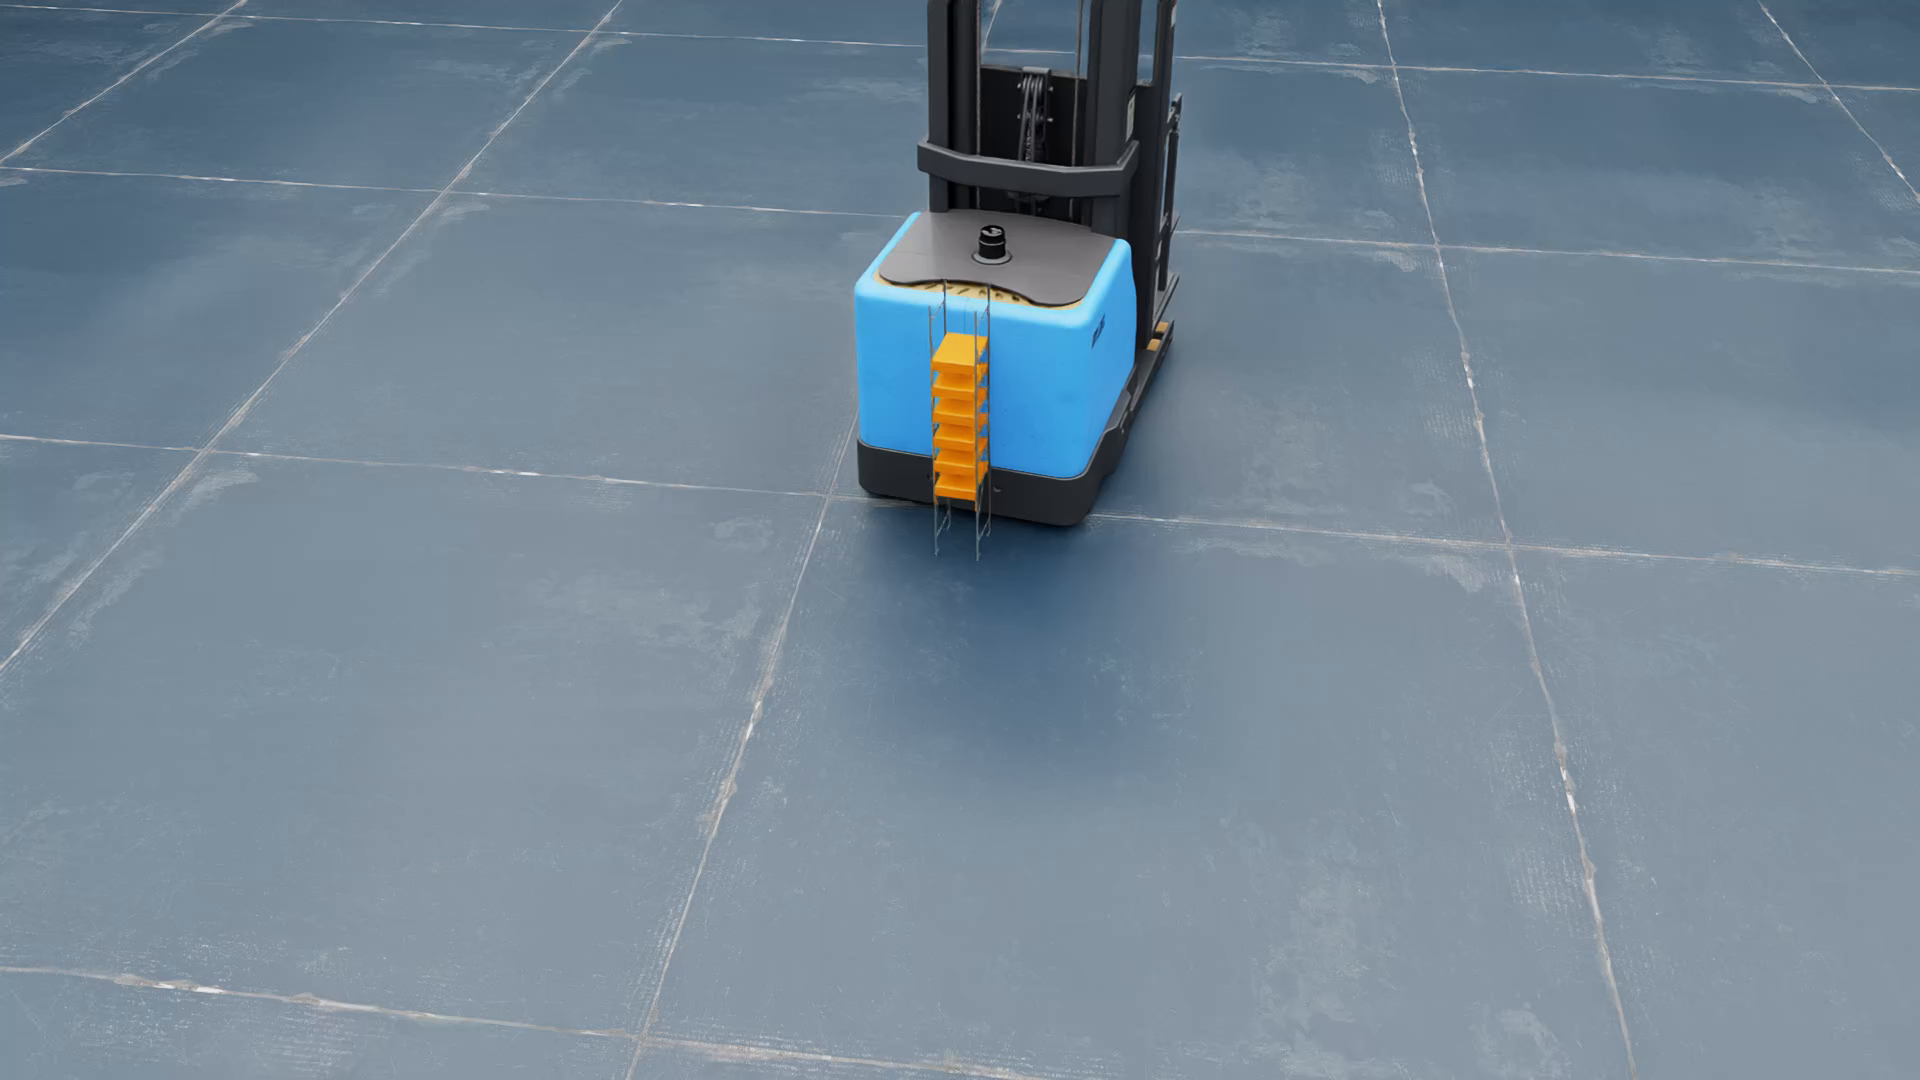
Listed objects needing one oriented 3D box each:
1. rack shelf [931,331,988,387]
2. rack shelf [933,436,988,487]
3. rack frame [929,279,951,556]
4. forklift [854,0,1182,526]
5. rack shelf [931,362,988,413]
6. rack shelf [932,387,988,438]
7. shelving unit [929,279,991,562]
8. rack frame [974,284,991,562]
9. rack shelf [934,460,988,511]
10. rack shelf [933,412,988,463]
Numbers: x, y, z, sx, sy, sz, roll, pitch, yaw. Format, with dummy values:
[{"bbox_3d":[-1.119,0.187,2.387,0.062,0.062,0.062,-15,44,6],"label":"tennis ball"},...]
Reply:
[{"bbox_3d":[0.003,-0.732,6.696,0.180,0.103,0.258,8,37,12],"label":"rack shelf"},{"bbox_3d":[0.009,-0.341,6.976,0.180,0.103,0.258,8,37,12],"label":"rack shelf"},{"bbox_3d":[-0.082,-0.488,6.899,0.006,1.200,0.240,8,37,12],"label":"rack frame"},{"bbox_3d":[0.472,-2.110,7.683,1.130,2.935,3.031,10,37,14],"label":"forklift"},{"bbox_3d":[0.004,-0.634,6.766,0.180,0.103,0.258,8,37,12],"label":"rack shelf"},{"bbox_3d":[0.006,-0.537,6.836,0.180,0.103,0.258,8,37,12],"label":"rack shelf"},{"bbox_3d":[0.007,-0.475,6.880,0.189,1.200,0.258,8,37,12],"label":"shelving unit"},{"bbox_3d":[0.096,-0.463,6.860,0.006,1.200,0.240,8,37,12],"label":"rack frame"},{"bbox_3d":[0.011,-0.244,7.045,0.180,0.103,0.258,8,37,12],"label":"rack shelf"},{"bbox_3d":[0.008,-0.439,6.906,0.180,0.103,0.258,8,37,12],"label":"rack shelf"}]
